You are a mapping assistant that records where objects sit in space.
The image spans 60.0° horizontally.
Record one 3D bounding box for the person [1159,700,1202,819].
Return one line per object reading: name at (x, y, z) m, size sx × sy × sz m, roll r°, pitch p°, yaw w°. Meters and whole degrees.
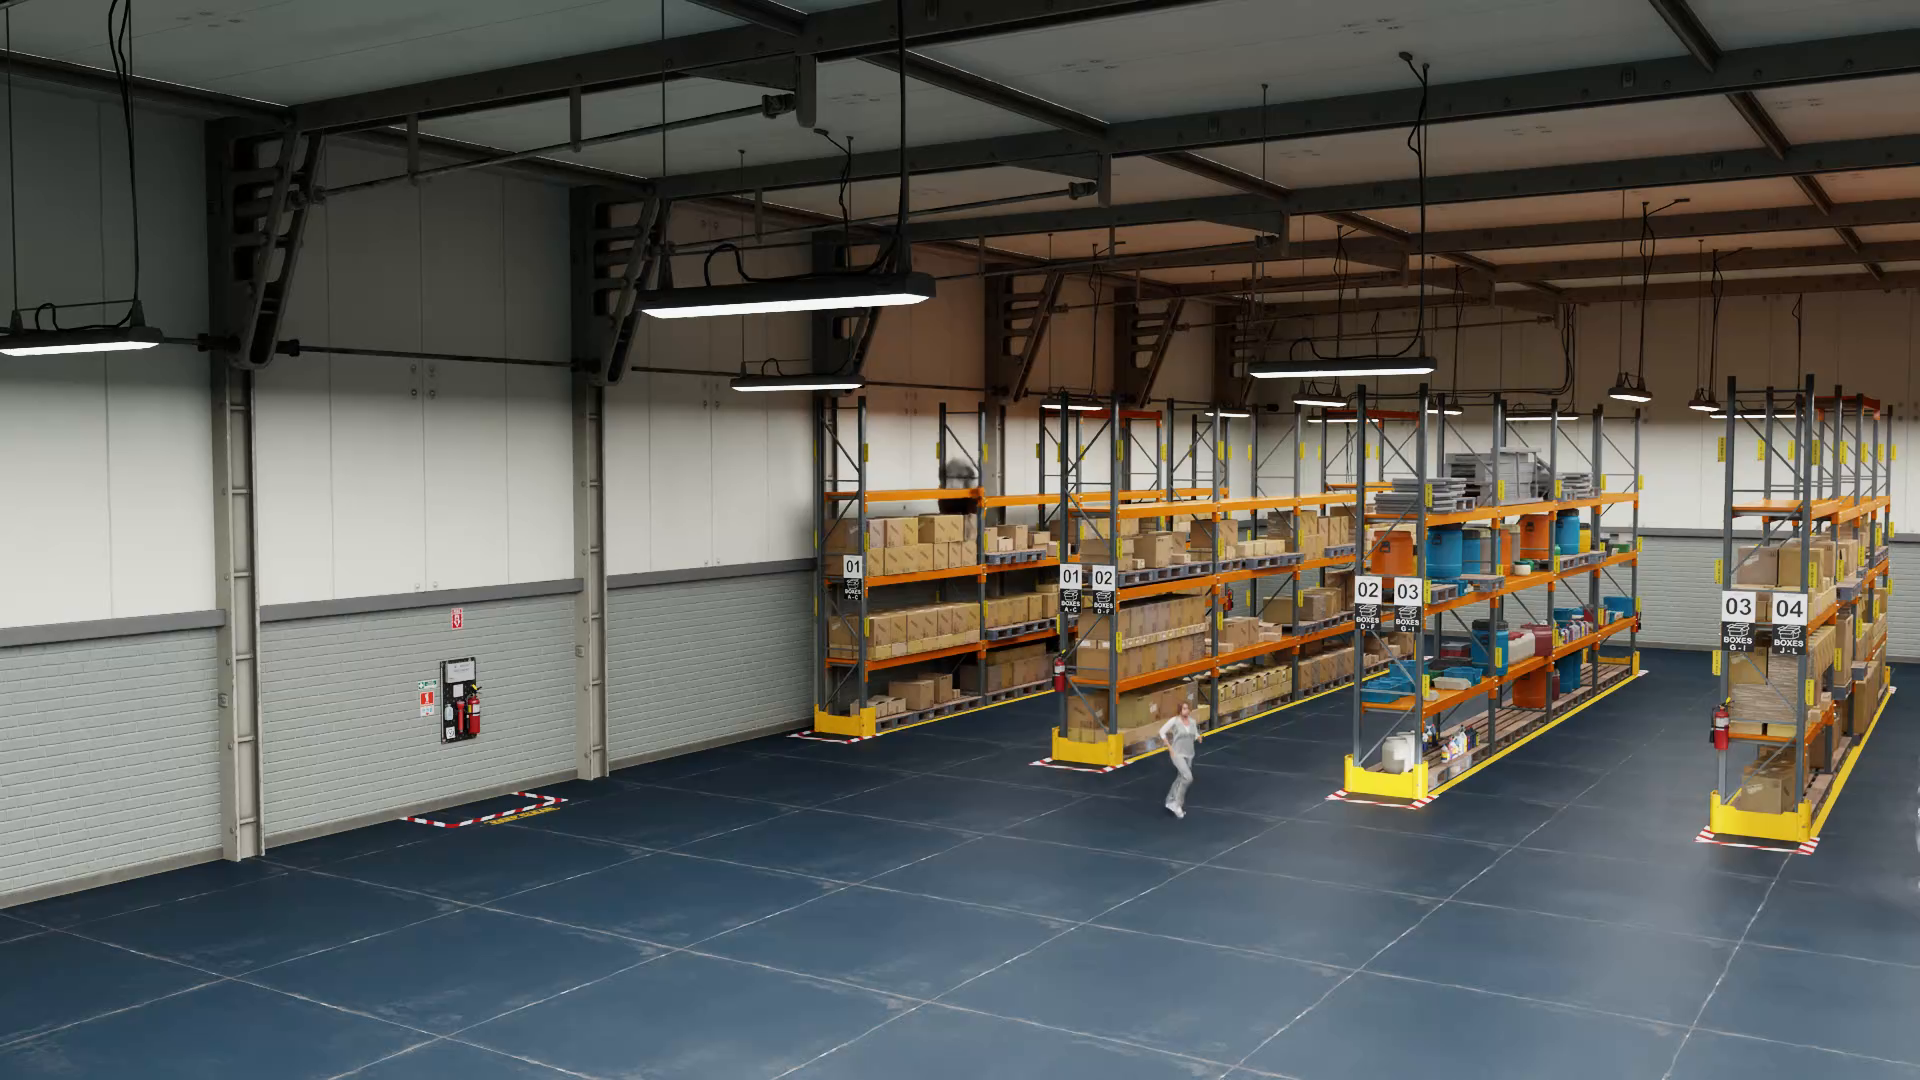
person at (3.074, 3.012, 22.890) m, size 0.507 × 1.620 × 0.679 m, roll -2°, pitch 3°, yaw -29°
